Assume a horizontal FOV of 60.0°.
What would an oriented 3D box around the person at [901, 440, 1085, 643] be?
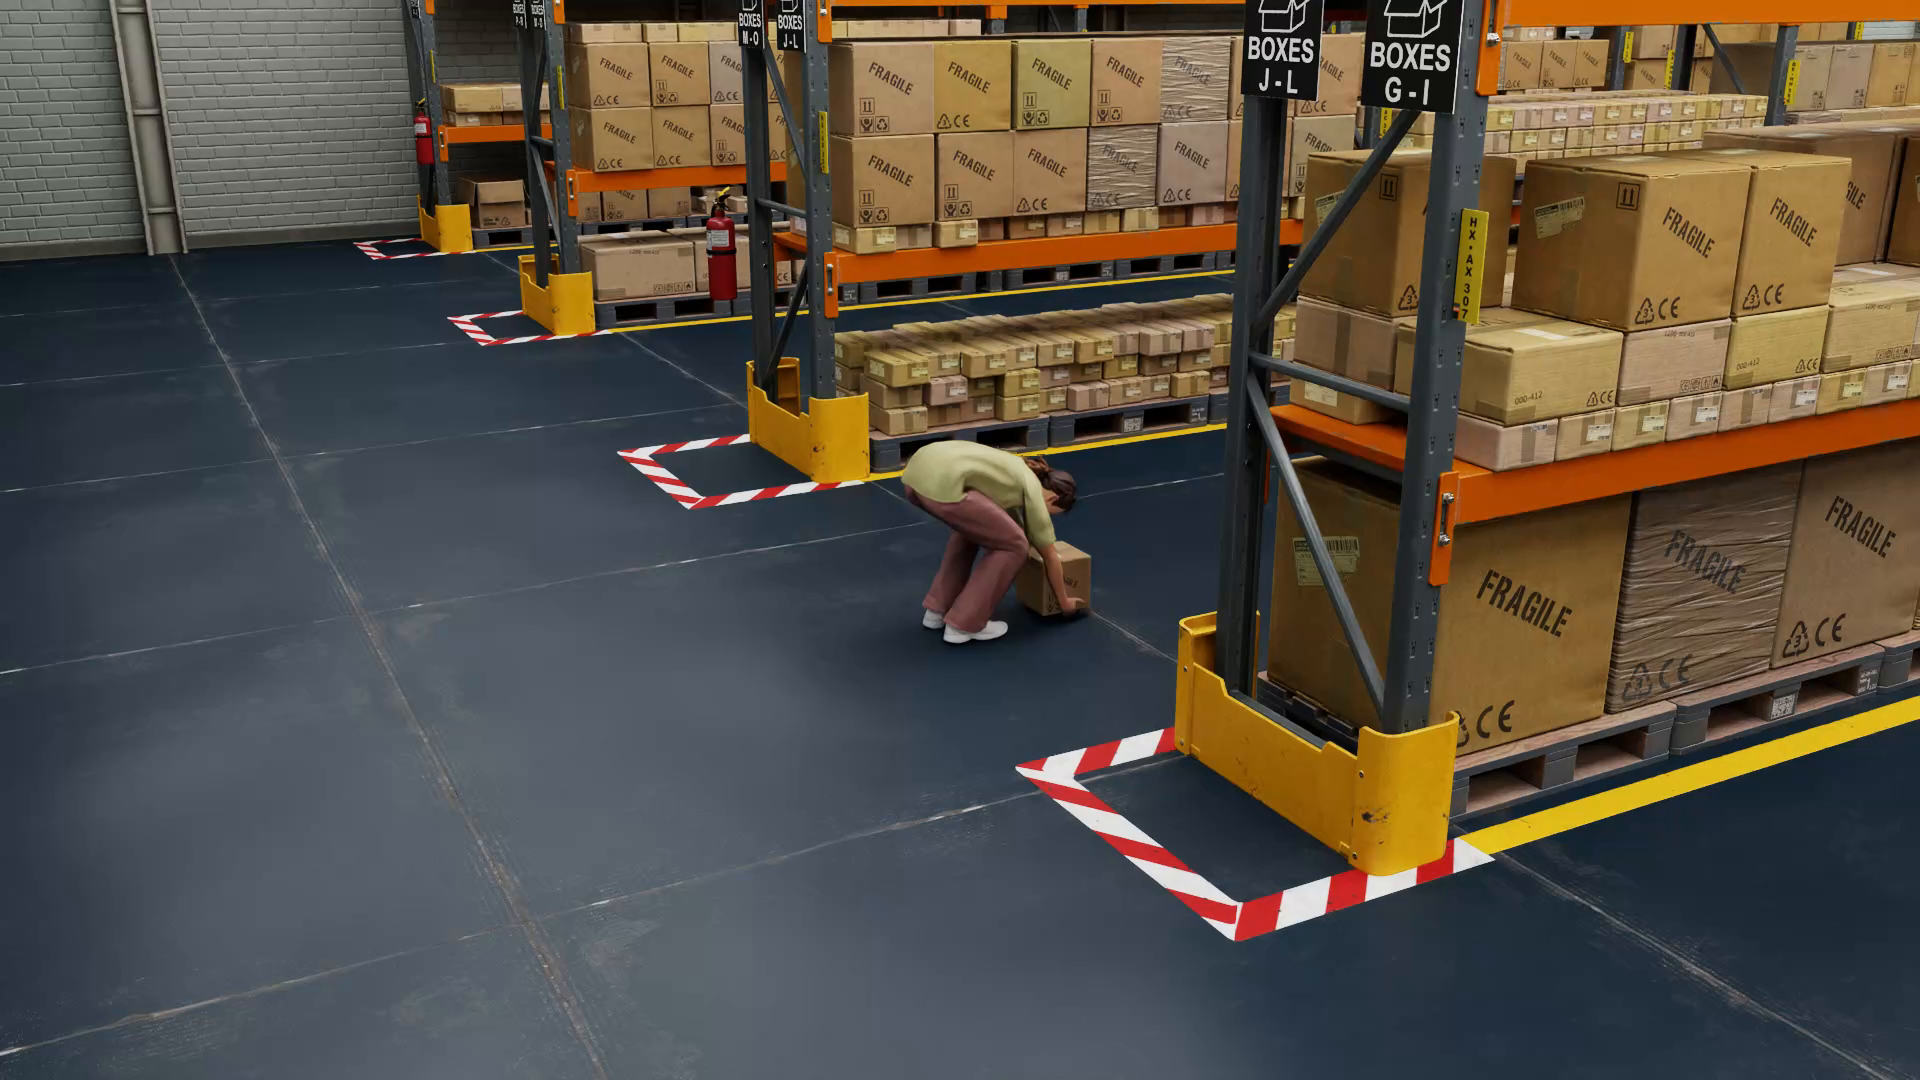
[{"bbox_3d":[0.149,-0.035,7.417,0.847,0.877,0.471,-11,21,-29],"label":"person"}]
